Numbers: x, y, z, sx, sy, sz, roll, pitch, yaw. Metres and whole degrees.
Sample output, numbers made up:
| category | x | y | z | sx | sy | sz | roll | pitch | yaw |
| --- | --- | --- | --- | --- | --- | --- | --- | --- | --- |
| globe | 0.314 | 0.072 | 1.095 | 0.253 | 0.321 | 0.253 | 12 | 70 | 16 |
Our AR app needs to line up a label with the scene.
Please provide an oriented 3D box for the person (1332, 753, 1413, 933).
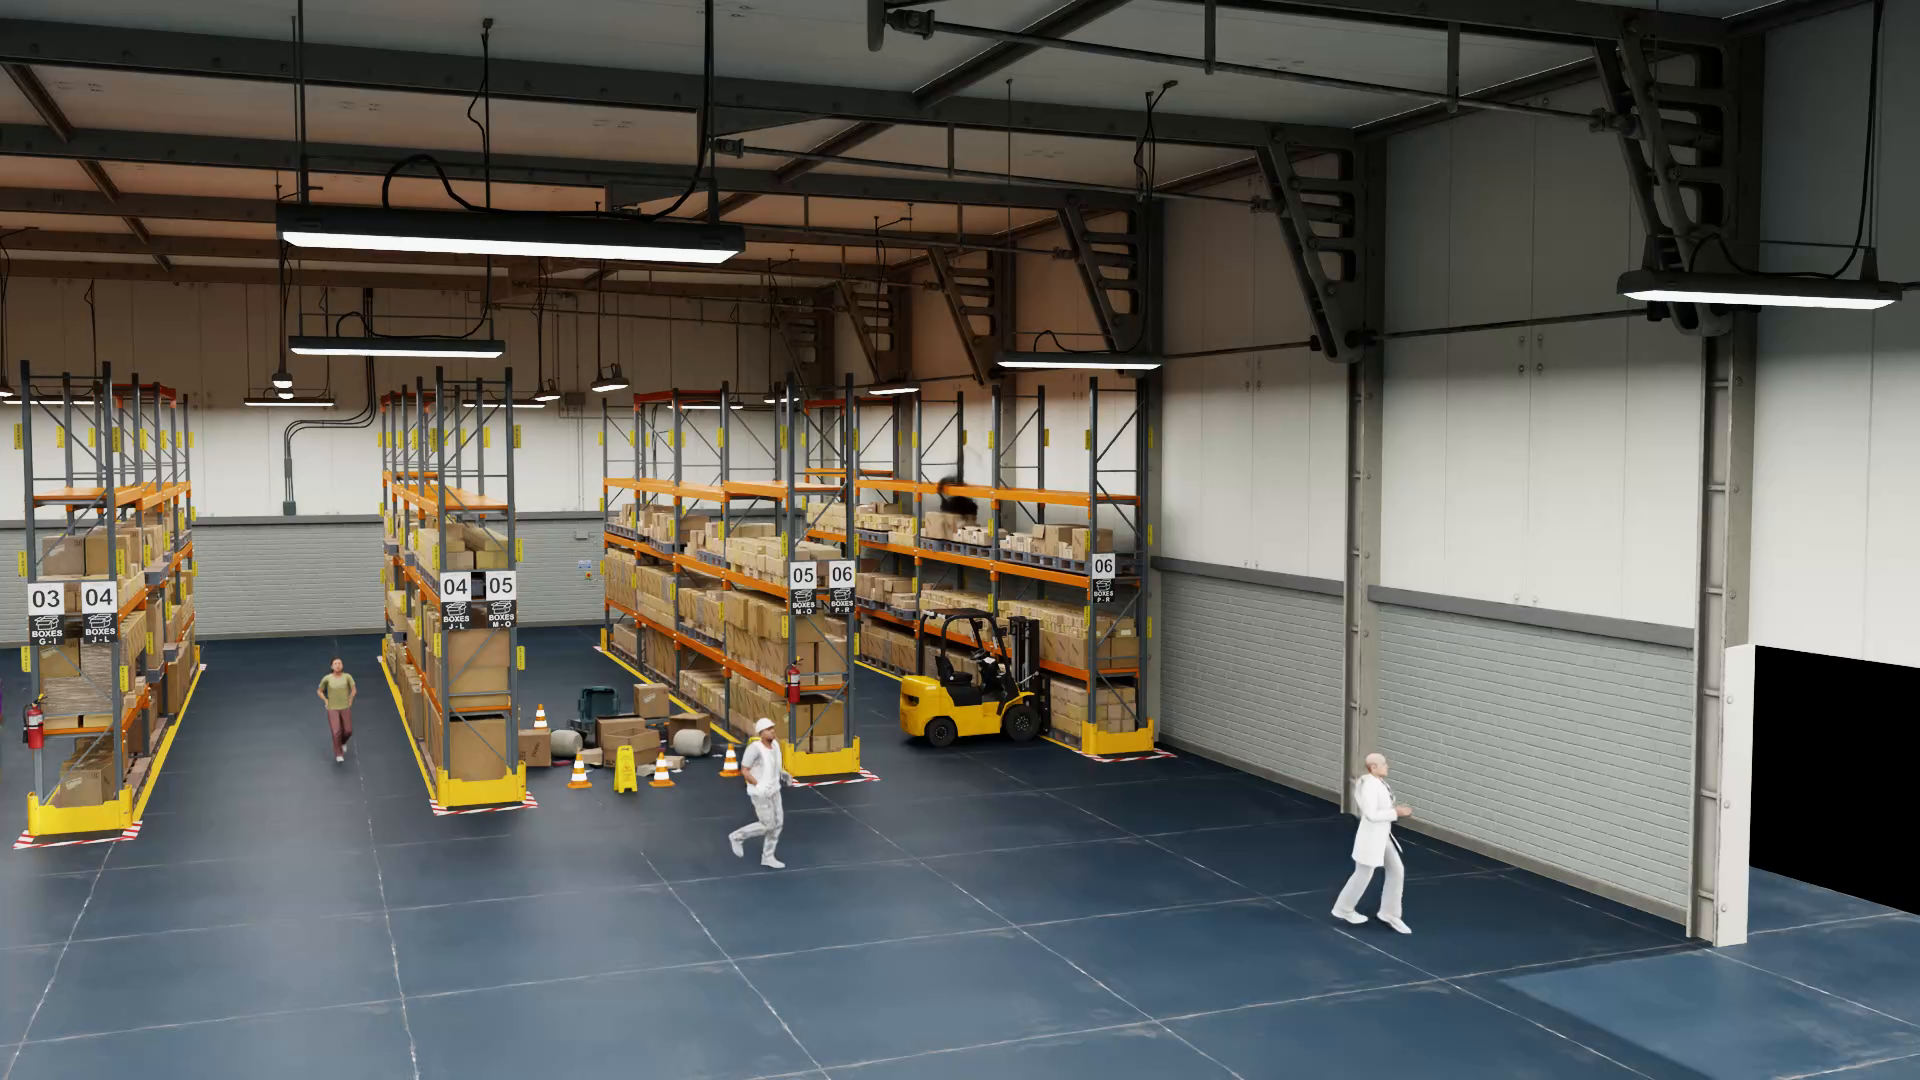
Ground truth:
| category | x | y | z | sx | sy | sz | roll | pitch | yaw |
| --- | --- | --- | --- | --- | --- | --- | --- | --- | --- |
| person | 4.221 | 3.089 | 16.980 | 0.811 | 1.835 | 0.699 | 2 | 4 | 28 |

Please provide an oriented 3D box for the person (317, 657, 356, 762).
| category | x | y | z | sx | sy | sz | roll | pitch | yaw |
| --- | --- | --- | --- | --- | --- | --- | --- | --- | --- |
| person | -9.714 | 2.627 | 25.950 | 0.578 | 1.618 | 0.579 | -2 | 4 | -27 |

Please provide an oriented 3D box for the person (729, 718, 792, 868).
| category | x | y | z | sx | sy | sz | roll | pitch | yaw |
| --- | --- | --- | --- | --- | --- | --- | --- | --- | --- |
| person | -2.344 | 2.960 | 19.580 | 0.661 | 1.758 | 0.678 | 2 | 4 | 25 |

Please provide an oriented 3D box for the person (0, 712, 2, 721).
| category | x | y | z | sx | sy | sz | roll | pitch | yaw |
| --- | --- | --- | --- | --- | --- | --- | --- | --- | --- |
| person | -13.464 | 2.764 | 22.656 | 0.680 | 1.750 | 0.626 | -2 | 4 | -24 |
